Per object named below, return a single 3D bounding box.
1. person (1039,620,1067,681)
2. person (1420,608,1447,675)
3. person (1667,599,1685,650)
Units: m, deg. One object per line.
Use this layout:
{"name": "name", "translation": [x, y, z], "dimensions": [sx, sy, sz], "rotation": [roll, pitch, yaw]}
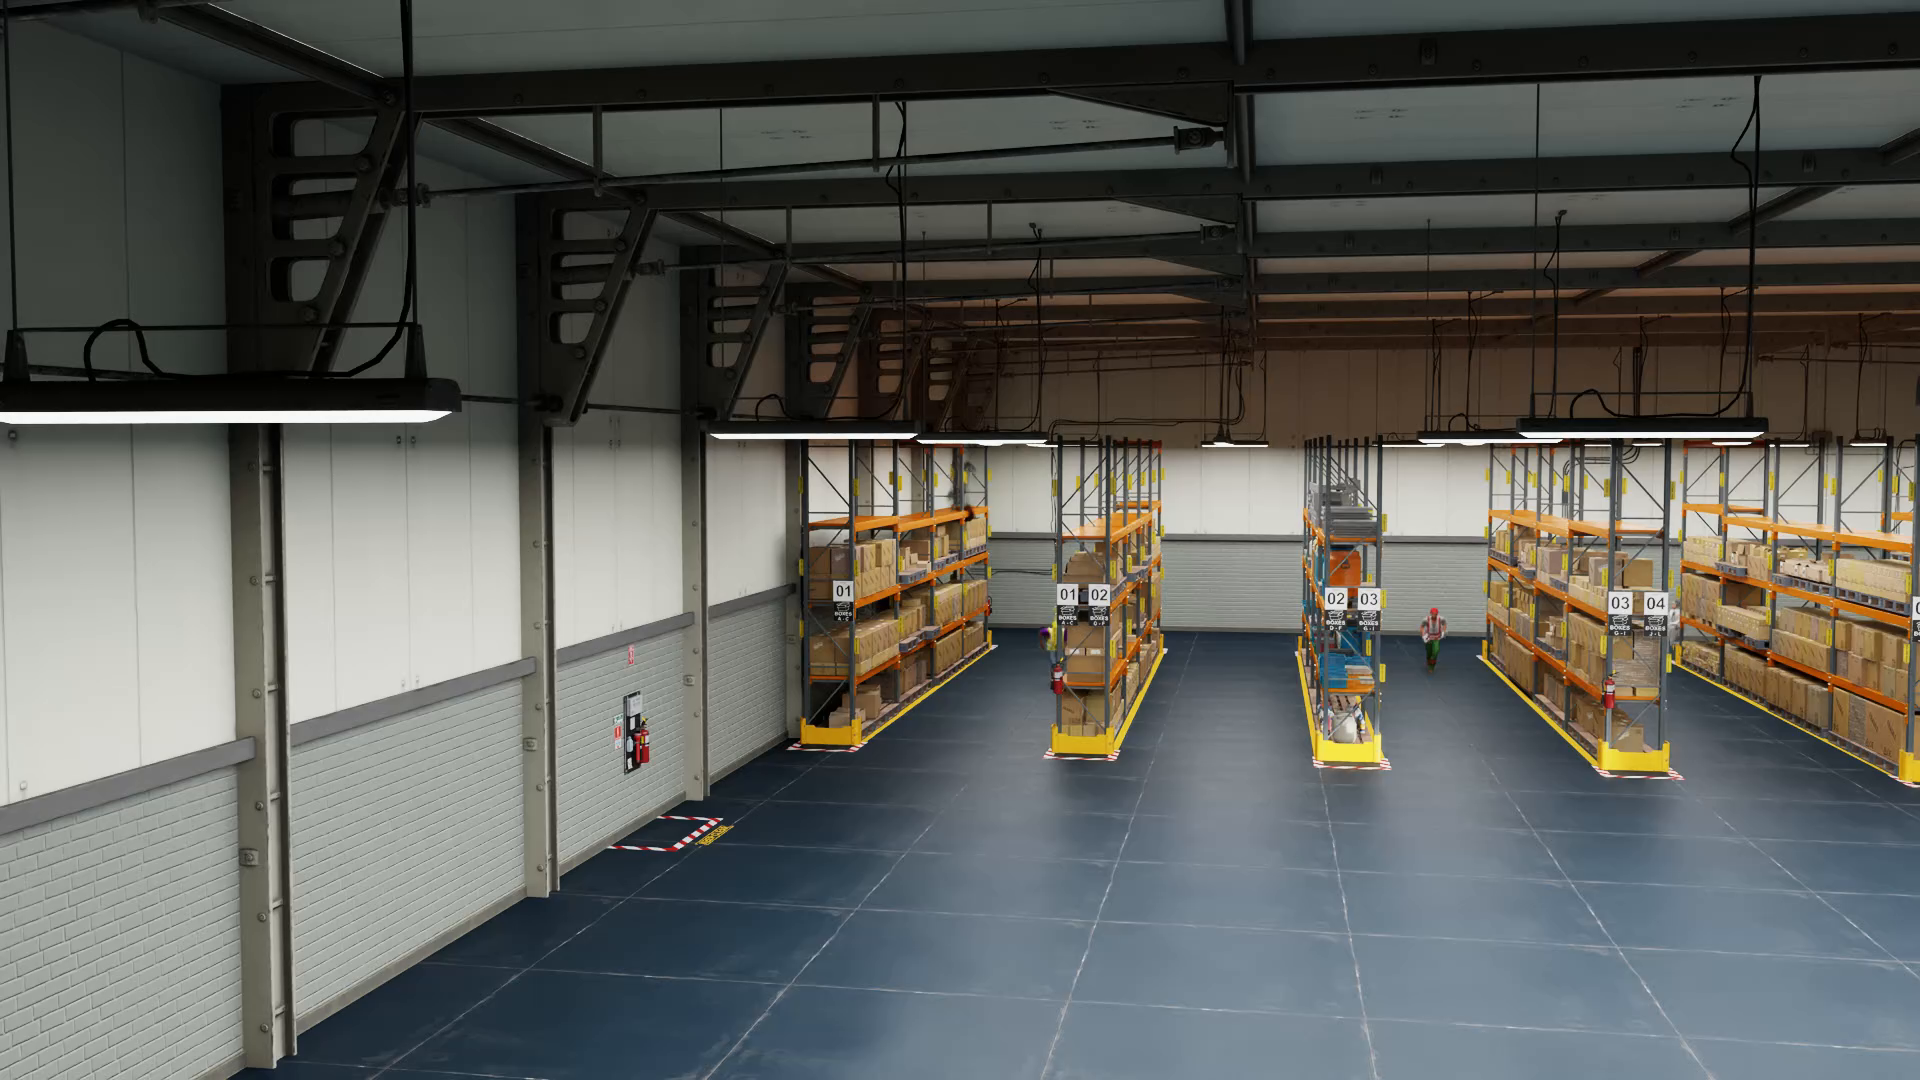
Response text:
{"name": "person", "translation": [2.301, 2.731, 40.756], "dimensions": [0.735, 1.577, 0.829], "rotation": [0, 3, 0]}
{"name": "person", "translation": [12.156, 2.574, 42.784], "dimensions": [0.669, 1.731, 0.990], "rotation": [0, 3, 5]}
{"name": "person", "translation": [19.484, 2.444, 45.535], "dimensions": [0.816, 1.653, 0.678], "rotation": [-1, 3, -12]}
